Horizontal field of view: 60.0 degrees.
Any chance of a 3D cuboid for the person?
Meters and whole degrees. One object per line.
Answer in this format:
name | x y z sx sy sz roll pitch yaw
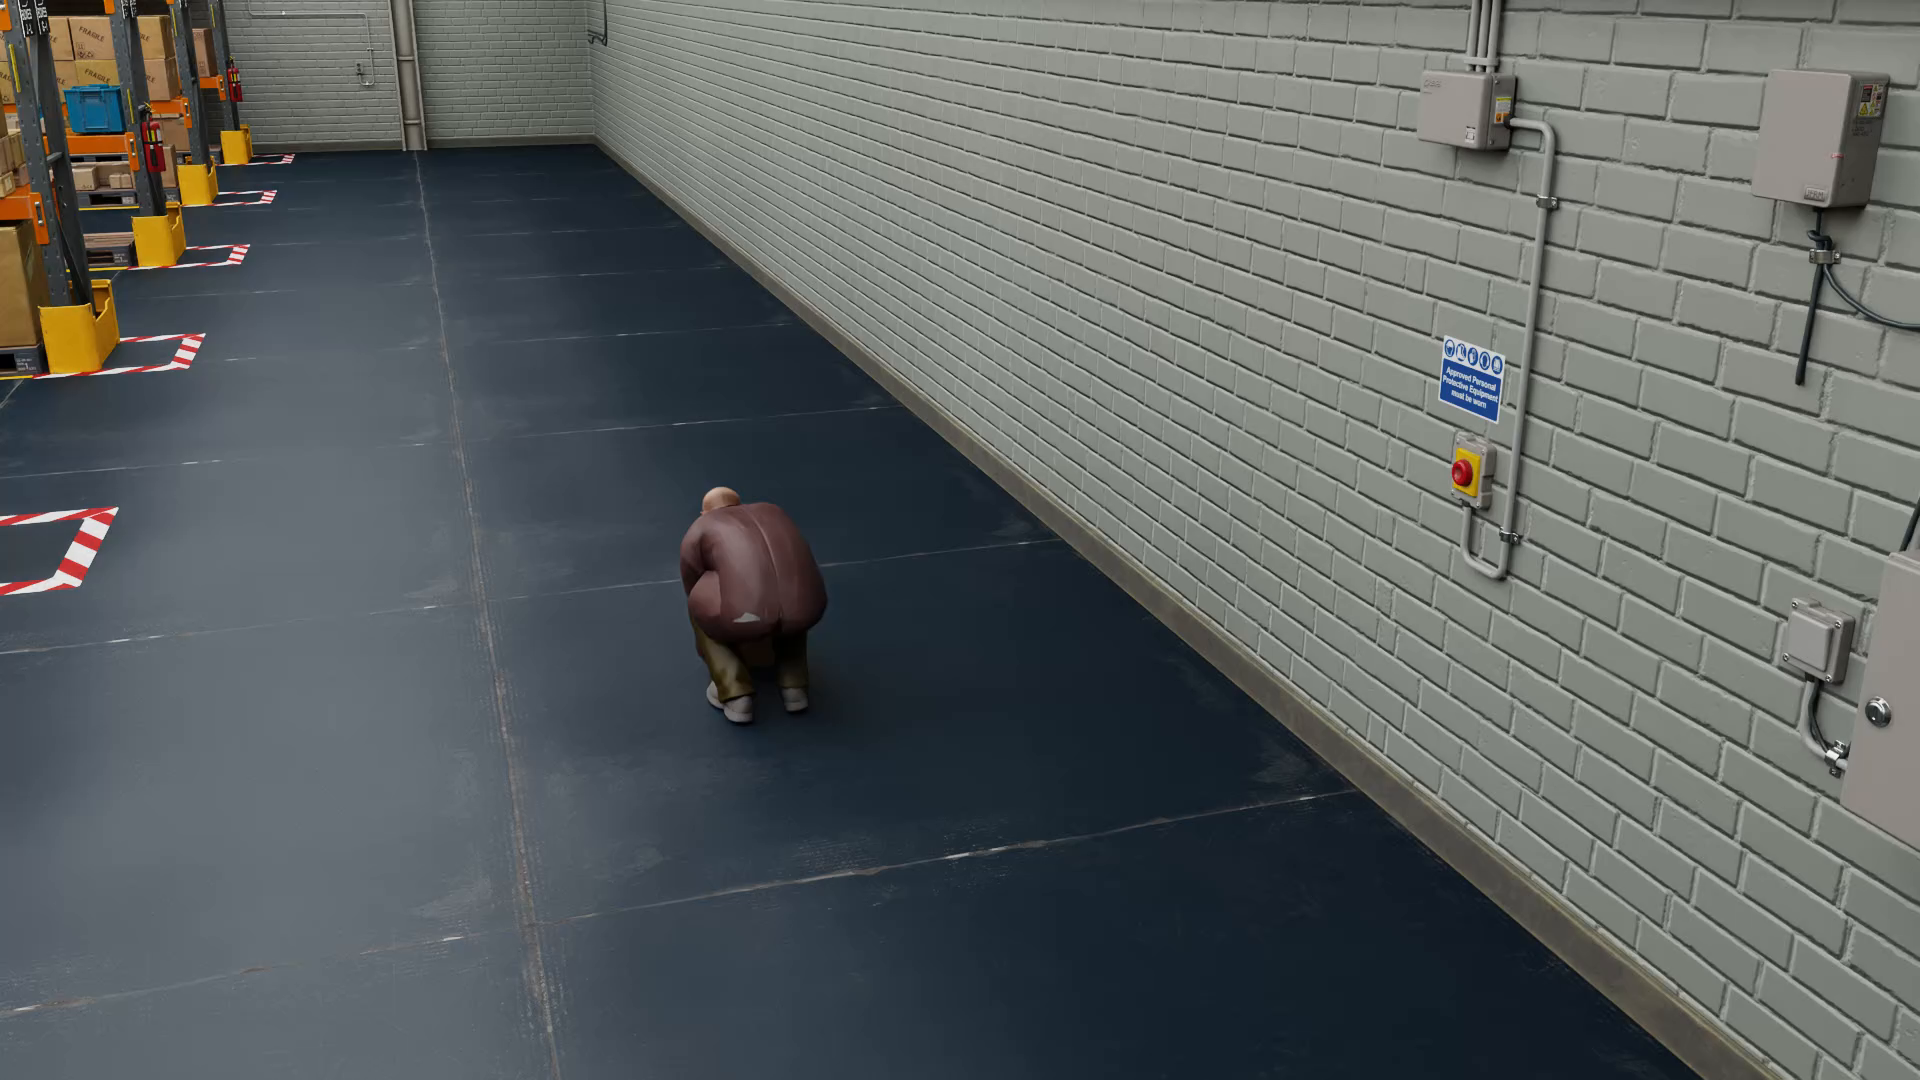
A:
person | -0.855 0.268 6.863 0.574 0.807 0.939 -7 20 -19
